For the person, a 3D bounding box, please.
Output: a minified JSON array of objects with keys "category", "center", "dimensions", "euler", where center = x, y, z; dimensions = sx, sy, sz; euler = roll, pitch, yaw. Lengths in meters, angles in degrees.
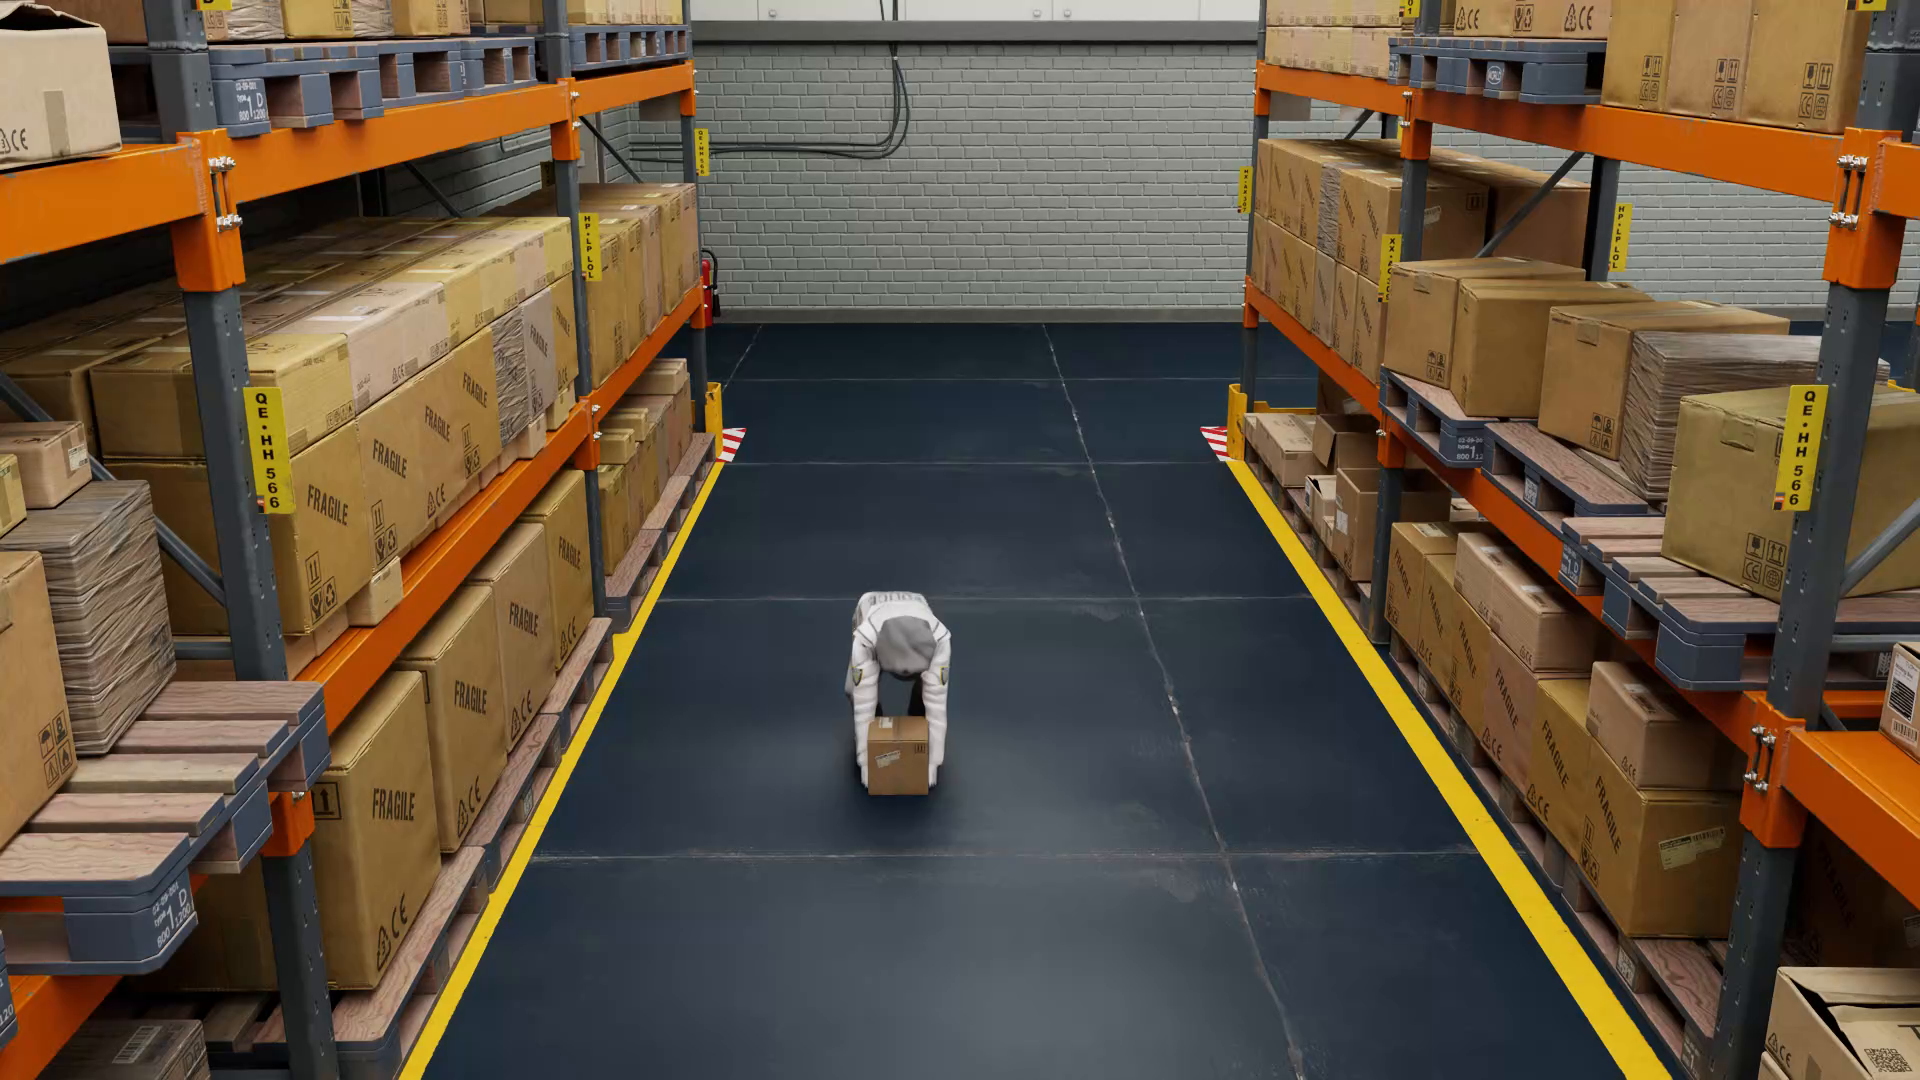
[{"category":"person","center":[-0.271,0.586,7.209],"dimensions":[0.456,0.776,0.909],"euler":[-1,17,-2]}]
